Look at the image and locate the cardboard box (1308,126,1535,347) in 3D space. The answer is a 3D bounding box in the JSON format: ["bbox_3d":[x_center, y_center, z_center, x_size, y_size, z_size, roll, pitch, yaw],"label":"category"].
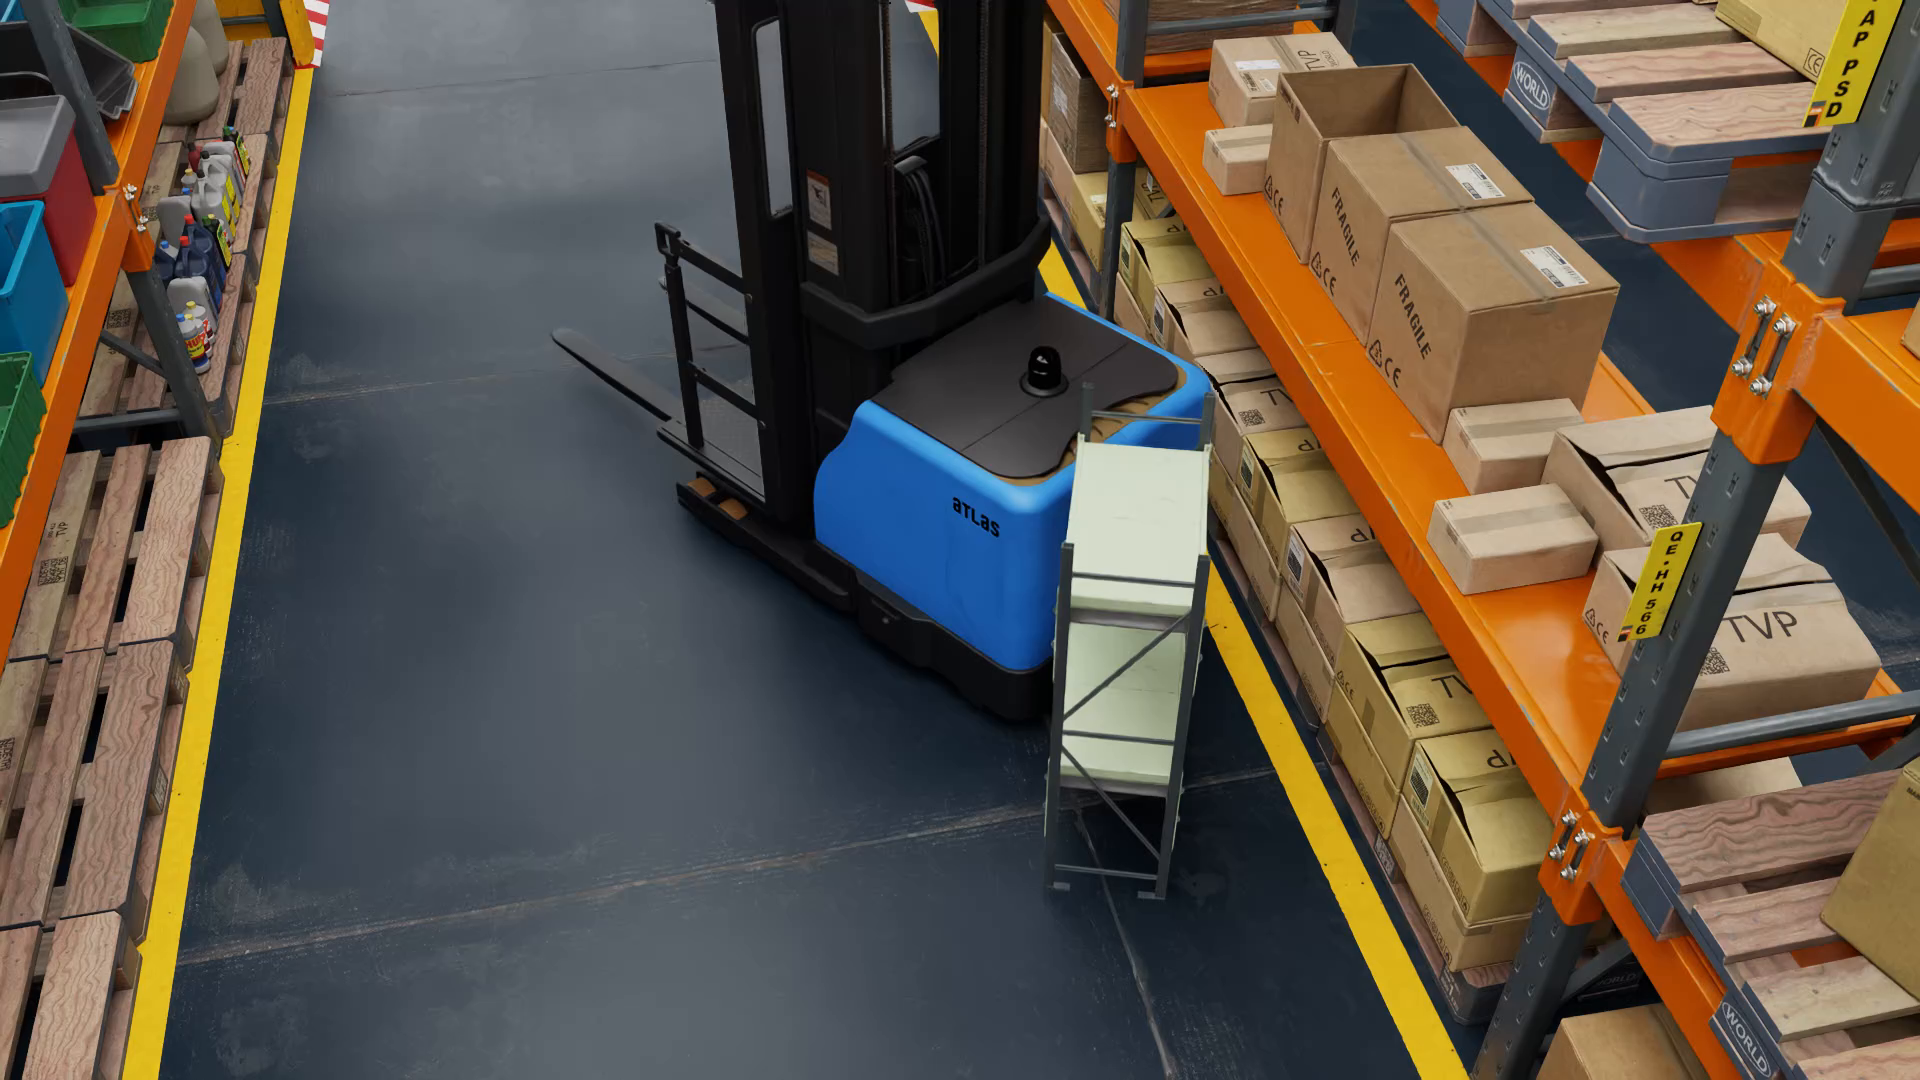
[{"bbox_3d":[1.525,-1.020,5.564,0.500,0.500,0.500,-8,42,-9],"label":"cardboard box"}]

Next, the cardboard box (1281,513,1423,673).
[{"bbox_3d":[1.438,0.138,5.668,0.500,0.311,0.500,-9,42,-10],"label":"cardboard box"}]

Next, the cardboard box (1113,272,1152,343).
[{"bbox_3d":[0.998,-0.980,7.350,0.500,0.250,0.500,-9,42,-10],"label":"cardboard box"}]

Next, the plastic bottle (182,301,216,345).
[{"bbox_3d":[-3.369,-0.961,7.349,0.097,0.201,0.097,0,42,0],"label":"plastic bottle"}]

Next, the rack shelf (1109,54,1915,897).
[{"bbox_3d":[1.585,-0.583,5.689,1.077,0.370,4.000,-8,42,-9],"label":"rack shelf"}]

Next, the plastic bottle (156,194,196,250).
[{"bbox_3d":[-3.725,-1.530,7.935,0.152,0.276,0.135,-8,42,-9],"label":"plastic bottle"}]

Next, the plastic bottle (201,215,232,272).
[{"bbox_3d":[-3.489,-1.408,7.791,0.061,0.283,0.133,-7,42,-7],"label":"plastic bottle"}]

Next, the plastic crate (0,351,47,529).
[{"bbox_3d":[-3.033,-0.274,4.958,0.450,0.188,0.662,-8,42,-9],"label":"plastic crate"}]

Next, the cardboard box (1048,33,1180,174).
[{"bbox_3d":[0.743,-2.153,8.106,0.500,0.500,0.500,-8,42,-9],"label":"cardboard box"}]

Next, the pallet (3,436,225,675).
[{"bbox_3d":[-3.477,0.105,6.473,1.003,0.211,1.213,-8,42,-9],"label":"pallet"}]

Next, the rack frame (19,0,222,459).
[{"bbox_3d":[-3.685,-1.441,6.114,1.000,3.000,0.127,-8,42,-9],"label":"rack frame"}]

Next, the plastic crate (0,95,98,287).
[{"bbox_3d":[-3.281,-1.195,5.789,0.402,0.464,0.583,-8,42,-9],"label":"plastic crate"}]

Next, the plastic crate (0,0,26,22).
[{"bbox_3d":[-4.189,-2.064,6.928,0.499,0.251,0.616,-8,42,-9],"label":"plastic crate"}]

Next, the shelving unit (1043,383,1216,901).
[{"bbox_3d":[0.520,0.351,5.225,0.431,1.500,0.755,5,42,6],"label":"shelving unit"}]

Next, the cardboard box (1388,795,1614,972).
[{"bbox_3d":[1.665,1.009,5.108,0.500,0.250,0.500,-7,42,-8],"label":"cardboard box"}]

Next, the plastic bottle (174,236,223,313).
[{"bbox_3d":[-3.454,-1.198,7.504,0.144,0.351,0.185,-7,42,-8],"label":"plastic bottle"}]

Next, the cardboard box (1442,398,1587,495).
[{"bbox_3d":[1.686,-0.280,4.996,0.380,0.149,0.250,-5,42,-6],"label":"cardboard box"}]

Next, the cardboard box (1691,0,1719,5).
[{"bbox_3d":[1.733,-1.402,3.607,0.500,0.250,0.500,-7,42,-8],"label":"cardboard box"}]

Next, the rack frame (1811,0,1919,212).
[{"bbox_3d":[2.016,-1.799,1.999,1.000,3.000,0.127,-8,42,-9],"label":"rack frame"}]

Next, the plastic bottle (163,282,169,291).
[{"bbox_3d":[-3.526,-1.049,7.387,0.061,0.283,0.133,-8,42,-9],"label":"plastic bottle"}]

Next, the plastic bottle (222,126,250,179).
[{"bbox_3d":[-3.680,-1.982,8.438,0.061,0.283,0.133,-7,42,-8],"label":"plastic bottle"}]

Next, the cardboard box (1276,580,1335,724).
[{"bbox_3d":[1.444,0.349,5.852,0.500,0.250,0.500,-7,42,-8],"label":"cardboard box"}]

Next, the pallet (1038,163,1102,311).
[{"bbox_3d":[1.022,-1.627,8.424,1.003,0.211,1.213,-8,42,-9],"label":"pallet"}]

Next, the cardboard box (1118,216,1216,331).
[{"bbox_3d":[0.999,-1.184,7.156,0.500,0.311,0.500,-8,42,-9],"label":"cardboard box"}]

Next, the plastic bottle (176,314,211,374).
[{"bbox_3d":[-3.325,-0.855,7.177,0.097,0.271,0.097,0,42,0],"label":"plastic bottle"}]

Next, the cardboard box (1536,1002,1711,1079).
[{"bbox_3d":[1.835,1.550,4.295,0.500,0.500,0.500,-7,42,-7],"label":"cardboard box"}]

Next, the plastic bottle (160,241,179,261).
[{"bbox_3d":[-3.603,-1.245,7.617,0.097,0.271,0.097,0,42,0],"label":"plastic bottle"}]

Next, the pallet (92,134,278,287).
[{"bbox_3d":[-4.056,-1.632,8.430,1.003,0.211,1.213,-8,42,-9],"label":"pallet"}]

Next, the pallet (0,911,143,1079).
[{"bbox_3d":[-2.950,1.687,4.691,1.003,0.211,1.213,-8,42,-9],"label":"pallet"}]

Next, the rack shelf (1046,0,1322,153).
[{"bbox_3d":[0.721,-3.176,8.610,1.077,0.370,4.000,-8,42,-9],"label":"rack shelf"}]

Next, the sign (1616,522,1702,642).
[{"bbox_3d":[1.475,0.093,3.514,0.100,0.325,0.005,-8,42,-9],"label":"sign"}]

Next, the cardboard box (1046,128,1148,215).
[{"bbox_3d":[0.741,-1.872,8.354,0.500,0.250,0.500,-8,42,-9],"label":"cardboard box"}]

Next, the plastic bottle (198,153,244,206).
[{"bbox_3d":[-3.666,-1.795,8.233,0.152,0.276,0.135,-9,42,-10],"label":"plastic bottle"}]

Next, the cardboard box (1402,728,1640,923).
[{"bbox_3d":[1.663,0.801,4.920,0.500,0.311,0.500,-7,42,-8],"label":"cardboard box"}]

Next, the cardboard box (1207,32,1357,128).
[{"bbox_3d":[1.302,-1.780,6.608,0.500,0.250,0.500,-6,42,-7],"label":"cardboard box"}]

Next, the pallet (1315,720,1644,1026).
[{"bbox_3d":[1.877,0.948,5.523,1.003,0.211,1.213,-8,42,-9],"label":"pallet"}]

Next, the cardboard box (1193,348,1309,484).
[{"bbox_3d":[1.215,-0.523,6.412,0.500,0.311,0.500,-10,43,-11],"label":"cardboard box"}]

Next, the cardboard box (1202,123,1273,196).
[{"bbox_3d":[1.144,-1.451,6.314,0.380,0.149,0.250,-8,42,-9],"label":"cardboard box"}]

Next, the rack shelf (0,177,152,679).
[{"bbox_3d":[-3.253,0.124,4.893,1.077,0.370,4.000,-8,42,-9],"label":"rack shelf"}]

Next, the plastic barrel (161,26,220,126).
[{"bbox_3d":[-4.223,-2.520,8.887,0.421,0.512,0.421,0,42,0],"label":"plastic barrel"}]

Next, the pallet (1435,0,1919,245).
[{"bbox_3d":[1.782,-1.034,3.538,1.213,0.211,1.003,-7,42,-7],"label":"pallet"}]

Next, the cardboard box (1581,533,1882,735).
[{"bbox_3d":[1.980,0.235,4.292,0.500,0.311,0.500,-6,42,-7],"label":"cardboard box"}]

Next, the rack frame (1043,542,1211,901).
[{"bbox_3d":[0.472,0.592,4.954,0.400,1.500,0.023,5,42,6],"label":"rack frame"}]

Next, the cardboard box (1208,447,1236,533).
[{"bbox_3d":[1.222,-0.314,6.599,0.500,0.250,0.500,-10,42,-11],"label":"cardboard box"}]

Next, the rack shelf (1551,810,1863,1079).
[{"bbox_3d":[2.448,2.010,2.768,1.077,0.370,4.000,-8,42,-9],"label":"rack shelf"}]

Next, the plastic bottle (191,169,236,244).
[{"bbox_3d":[-3.586,-1.596,7.952,0.144,0.351,0.185,-9,42,-10],"label":"plastic bottle"}]

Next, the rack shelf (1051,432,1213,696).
[{"bbox_3d":[0.520,0.059,4.966,0.431,0.370,0.720,5,42,6],"label":"rack shelf"}]

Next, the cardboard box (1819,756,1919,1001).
[{"bbox_3d":[2.262,0.642,3.376,0.700,0.500,0.500,-22,46,-23],"label":"cardboard box"}]

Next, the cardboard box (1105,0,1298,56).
[{"bbox_3d":[1.051,-2.473,7.201,0.700,0.500,0.500,-9,42,-10],"label":"cardboard box"}]

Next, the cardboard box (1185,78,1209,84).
[{"bbox_3d":[1.358,-1.903,7.825,0.500,0.500,0.500,-8,42,-9],"label":"cardboard box"}]

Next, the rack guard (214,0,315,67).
[{"bbox_3d":[-4.486,-3.057,9.817,1.175,0.500,0.348,-8,42,-9],"label":"rack guard"}]

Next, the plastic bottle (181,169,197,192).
[{"bbox_3d":[-3.784,-1.737,8.224,0.097,0.201,0.097,0,42,0],"label":"plastic bottle"}]

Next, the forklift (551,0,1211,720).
[{"bbox_3d":[-0.517,-1.320,6.029,3.031,2.935,1.130,33,51,31],"label":"forklift"}]
